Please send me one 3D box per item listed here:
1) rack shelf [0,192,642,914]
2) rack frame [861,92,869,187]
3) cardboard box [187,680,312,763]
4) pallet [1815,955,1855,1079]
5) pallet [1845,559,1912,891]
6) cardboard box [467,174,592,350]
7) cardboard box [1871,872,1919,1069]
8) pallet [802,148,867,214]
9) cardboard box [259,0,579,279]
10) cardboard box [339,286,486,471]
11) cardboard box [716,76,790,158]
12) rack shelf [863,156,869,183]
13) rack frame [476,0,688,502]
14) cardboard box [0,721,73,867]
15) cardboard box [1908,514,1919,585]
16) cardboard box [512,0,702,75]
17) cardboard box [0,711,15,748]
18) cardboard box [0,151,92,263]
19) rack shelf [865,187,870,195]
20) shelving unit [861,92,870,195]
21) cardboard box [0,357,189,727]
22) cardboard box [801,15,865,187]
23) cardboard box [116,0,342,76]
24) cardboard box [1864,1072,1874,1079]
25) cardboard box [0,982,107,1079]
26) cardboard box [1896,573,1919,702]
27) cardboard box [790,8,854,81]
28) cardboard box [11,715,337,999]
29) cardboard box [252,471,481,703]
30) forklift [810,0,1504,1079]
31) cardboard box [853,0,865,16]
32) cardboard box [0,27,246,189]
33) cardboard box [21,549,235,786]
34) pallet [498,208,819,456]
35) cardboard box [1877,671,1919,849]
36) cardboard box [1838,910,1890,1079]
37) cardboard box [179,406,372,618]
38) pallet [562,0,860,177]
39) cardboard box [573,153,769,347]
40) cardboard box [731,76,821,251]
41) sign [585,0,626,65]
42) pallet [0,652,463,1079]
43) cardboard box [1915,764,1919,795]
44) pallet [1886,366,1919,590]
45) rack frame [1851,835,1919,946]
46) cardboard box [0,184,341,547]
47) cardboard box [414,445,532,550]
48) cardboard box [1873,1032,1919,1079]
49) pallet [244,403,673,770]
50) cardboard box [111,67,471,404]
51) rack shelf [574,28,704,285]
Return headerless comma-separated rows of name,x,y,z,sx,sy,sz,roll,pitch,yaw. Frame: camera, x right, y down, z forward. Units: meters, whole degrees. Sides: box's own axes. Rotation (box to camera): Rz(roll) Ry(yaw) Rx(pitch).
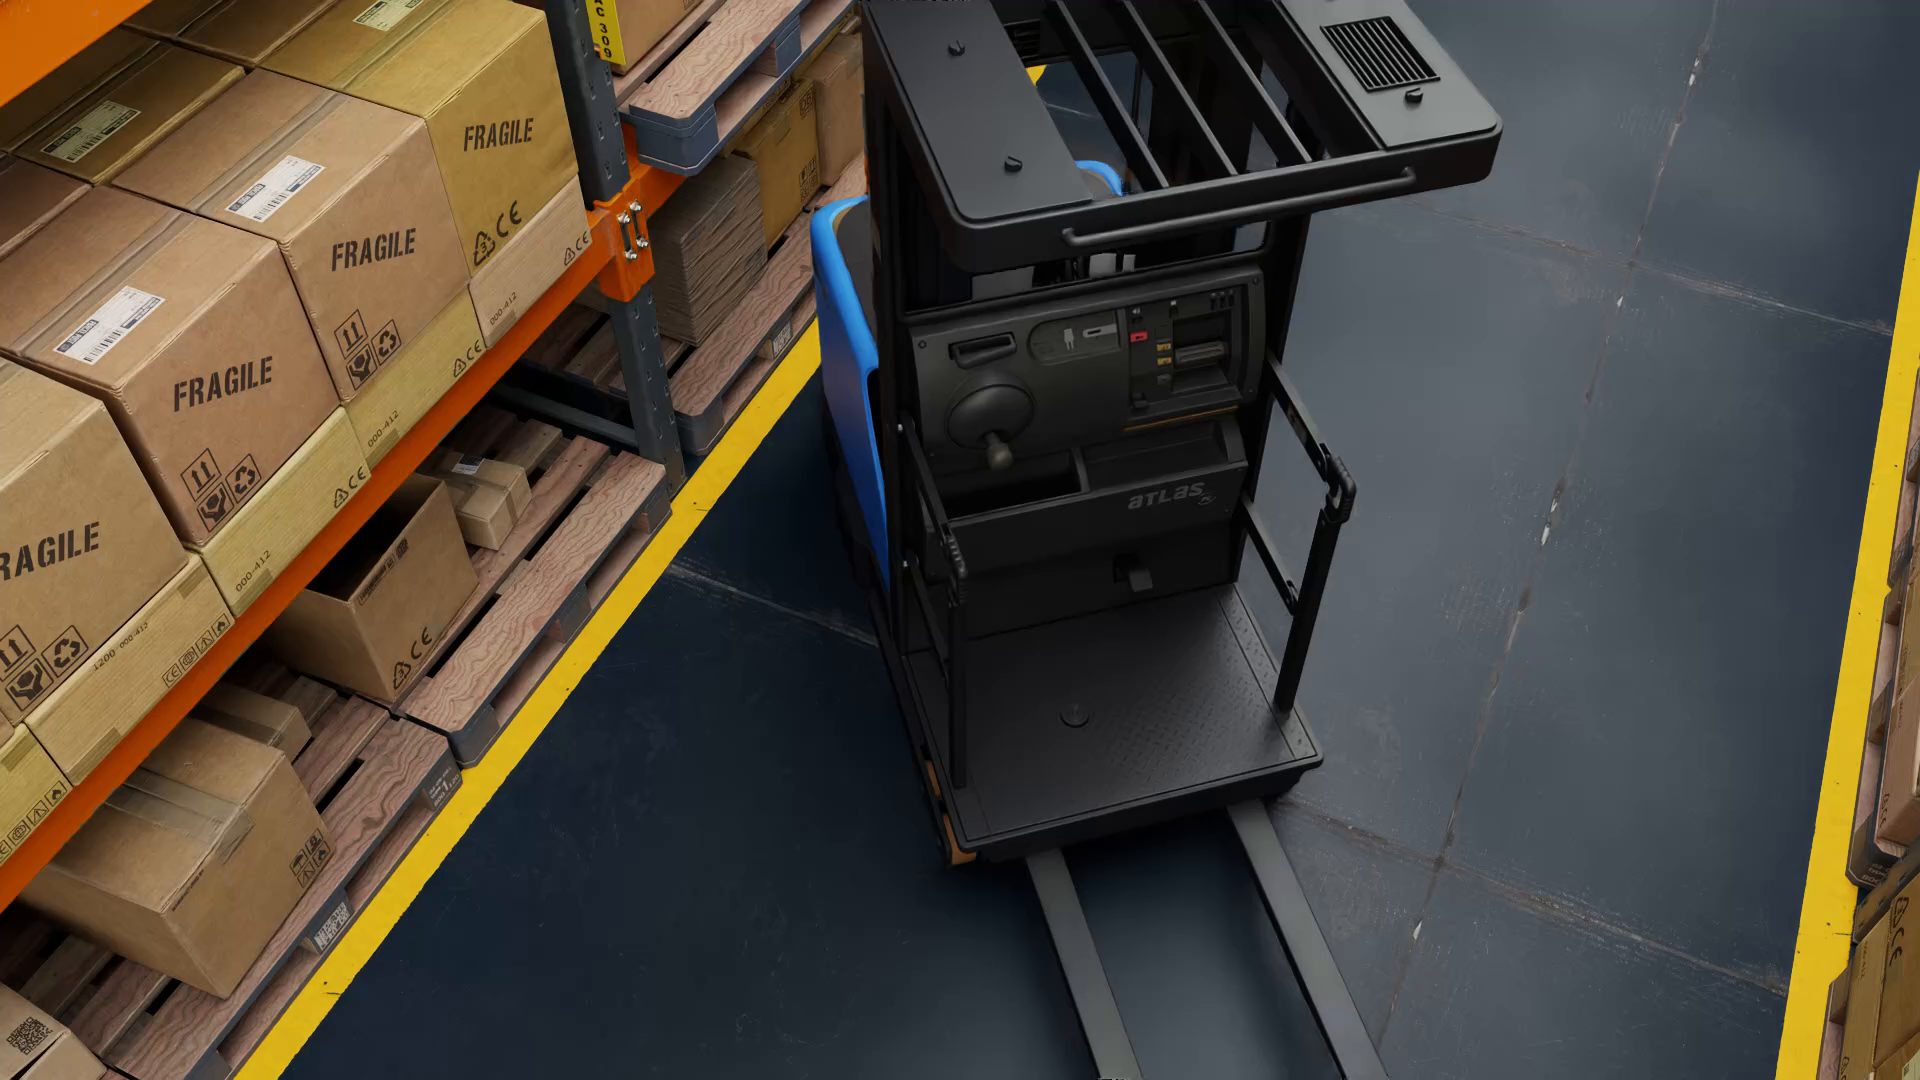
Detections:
rack shelf,-2.304,0.306,3.993,1.077,0.370,4.000,20,52,16
rack frame,-0.194,-1.044,5.853,0.240,1.200,0.006,-8,45,-7
cardboard box,-2.151,0.572,4.877,0.380,0.149,0.250,16,51,13
pallet,2.653,1.742,4.129,1.003,0.211,1.213,20,52,16
pallet,3.310,0.688,5.026,1.003,0.211,1.213,20,52,16
cardboard box,-1.378,-0.838,4.579,0.500,0.250,0.500,20,52,16
cardboard box,2.550,1.034,3.938,0.500,0.500,0.500,20,52,16
pallet,-0.598,-1.781,7.127,1.003,0.211,1.213,20,52,16
cardboard box,-1.372,-1.079,4.292,0.500,0.500,0.500,20,52,16
cardboard box,-1.598,-0.497,4.289,0.500,0.250,0.500,20,52,16
cardboard box,-0.965,-1.697,6.084,0.500,0.250,0.500,19,52,15
rack shelf,-0.183,-1.207,5.568,0.258,0.103,0.180,-8,45,-7
rack frame,-1.450,-1.305,4.891,1.000,3.000,0.127,20,52,16
cardboard box,-2.231,0.548,3.399,0.500,0.250,0.500,19,52,16
cardboard box,3.382,-0.020,5.328,0.500,0.250,0.500,21,53,17
cardboard box,-1.201,-1.819,4.974,0.700,0.500,0.500,20,52,16
cardboard box,-2.236,0.327,3.095,0.500,0.500,0.500,18,52,15
cardboard box,-2.281,-0.553,3.844,0.500,0.500,0.500,21,53,17
rack shelf,-0.181,-1.121,5.652,0.258,0.103,0.180,-8,45,-7
shelving unit,-0.178,-0.981,5.789,0.258,1.200,0.189,-8,45,-7
cardboard box,-2.026,-0.032,3.401,0.500,0.500,0.500,21,53,17
cardboard box,-0.720,-1.860,6.715,0.700,0.500,0.500,20,53,16
cardboard box,-1.839,-1.250,4.437,0.500,0.500,0.500,19,52,15
cardboard box,2.341,1.623,3.929,0.500,0.250,0.500,20,52,16
cardboard box,-2.538,1.339,4.118,0.500,0.311,0.500,24,54,19
cardboard box,3.164,0.332,5.028,0.500,0.250,0.500,19,52,16
cardboard box,-0.746,-2.056,6.390,0.500,0.250,0.500,18,52,15
cardboard box,-2.179,0.789,4.462,0.700,0.500,0.500,17,52,14
cardboard box,-1.857,0.091,5.056,0.500,0.500,0.500,16,52,13
forklift,0.397,-0.331,4.107,1.130,2.935,3.031,-12,51,-10
cardboard box,-0.517,-2.394,6.677,0.500,0.250,0.500,20,52,16
cardboard box,-2.064,-0.895,4.135,0.500,0.500,0.500,20,52,16
cardboard box,-2.013,0.201,3.695,0.500,0.250,0.500,20,53,16
pallet,-1.118,-0.938,6.409,1.003,0.211,1.213,20,52,16
cardboard box,2.946,0.680,4.732,0.500,0.250,0.500,19,52,16
cardboard box,2.559,1.280,4.221,0.500,0.250,0.500,20,52,16
cardboard box,-1.799,-0.146,3.990,0.500,0.250,0.500,20,52,16
pallet,-0.991,-1.721,5.371,1.003,0.211,1.213,20,52,16
cardboard box,-1.150,-1.149,6.111,0.700,0.500,0.500,21,53,17
cardboard box,-0.975,-1.522,6.428,0.700,0.500,0.500,19,52,15
sign,-0.956,-1.414,4.415,0.100,0.325,0.005,20,52,16
pallet,-2.224,0.916,4.832,1.003,0.211,1.213,20,52,16
cardboard box,2.945,0.506,4.512,0.500,0.311,0.500,20,52,16
pallet,3.830,-0.155,5.743,1.003,0.211,1.213,20,52,16
rack frame,3.031,0.305,3.521,1.000,3.000,0.127,20,52,16
cardboard box,-1.805,-0.390,3.706,0.500,0.500,0.500,18,52,15
cardboard box,-1.651,-0.151,5.480,0.380,0.166,0.250,14,51,11
cardboard box,2.343,1.381,3.643,0.500,0.500,0.500,20,52,16
pallet,-1.704,0.073,5.549,1.003,0.211,1.213,20,52,16
cardboard box,-1.580,-0.734,3.998,0.500,0.500,0.500,20,52,16
rack shelf,-0.595,-2.449,6.336,1.077,0.370,4.000,20,52,16
